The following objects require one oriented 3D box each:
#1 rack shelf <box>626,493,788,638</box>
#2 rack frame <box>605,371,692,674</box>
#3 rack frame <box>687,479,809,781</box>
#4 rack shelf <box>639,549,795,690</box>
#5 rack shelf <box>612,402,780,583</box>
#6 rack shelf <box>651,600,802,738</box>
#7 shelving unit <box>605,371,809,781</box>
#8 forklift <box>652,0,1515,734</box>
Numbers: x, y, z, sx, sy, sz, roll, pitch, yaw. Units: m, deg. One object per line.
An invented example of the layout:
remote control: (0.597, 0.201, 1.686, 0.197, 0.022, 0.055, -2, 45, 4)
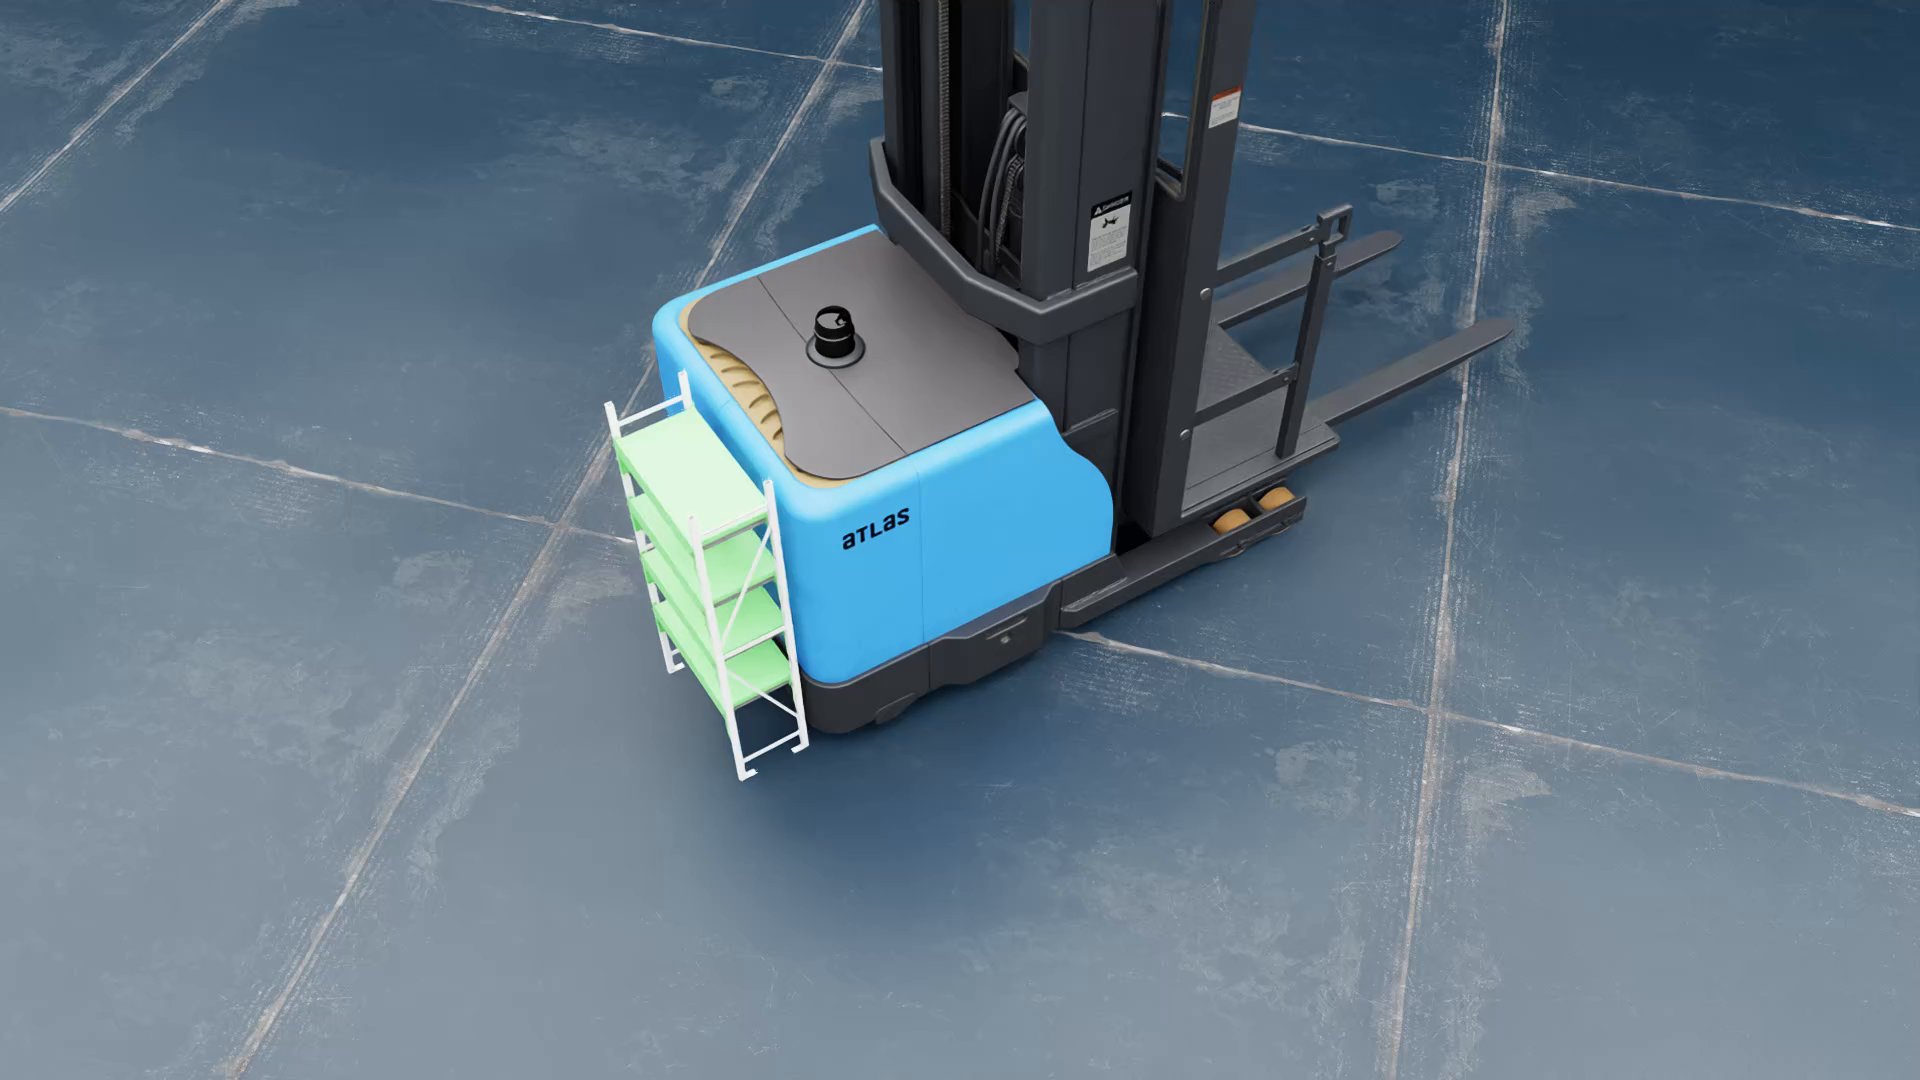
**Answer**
rack shelf: (-0.715, 0.022, 4.693, 0.258, 0.148, 0.480, -26, 54, -21)
rack frame: (-0.846, -0.016, 4.962, 0.240, 1.200, 0.015, -26, 54, -21)
rack frame: (-0.581, 0.291, 4.691, 0.240, 1.200, 0.015, -26, 54, -21)
rack shelf: (-0.713, 0.180, 4.874, 0.258, 0.148, 0.480, -26, 54, -21)
rack shelf: (-0.717, -0.136, 4.513, 0.258, 0.148, 0.480, -26, 54, -21)
rack shelf: (-0.710, 0.337, 5.055, 0.258, 0.148, 0.480, -26, 54, -21)
shelving unit: (-0.713, 0.138, 4.826, 0.258, 1.200, 0.503, -26, 54, -21)
forklift: (0.593, -1.226, 4.878, 3.031, 2.935, 1.130, -25, 53, -20)
